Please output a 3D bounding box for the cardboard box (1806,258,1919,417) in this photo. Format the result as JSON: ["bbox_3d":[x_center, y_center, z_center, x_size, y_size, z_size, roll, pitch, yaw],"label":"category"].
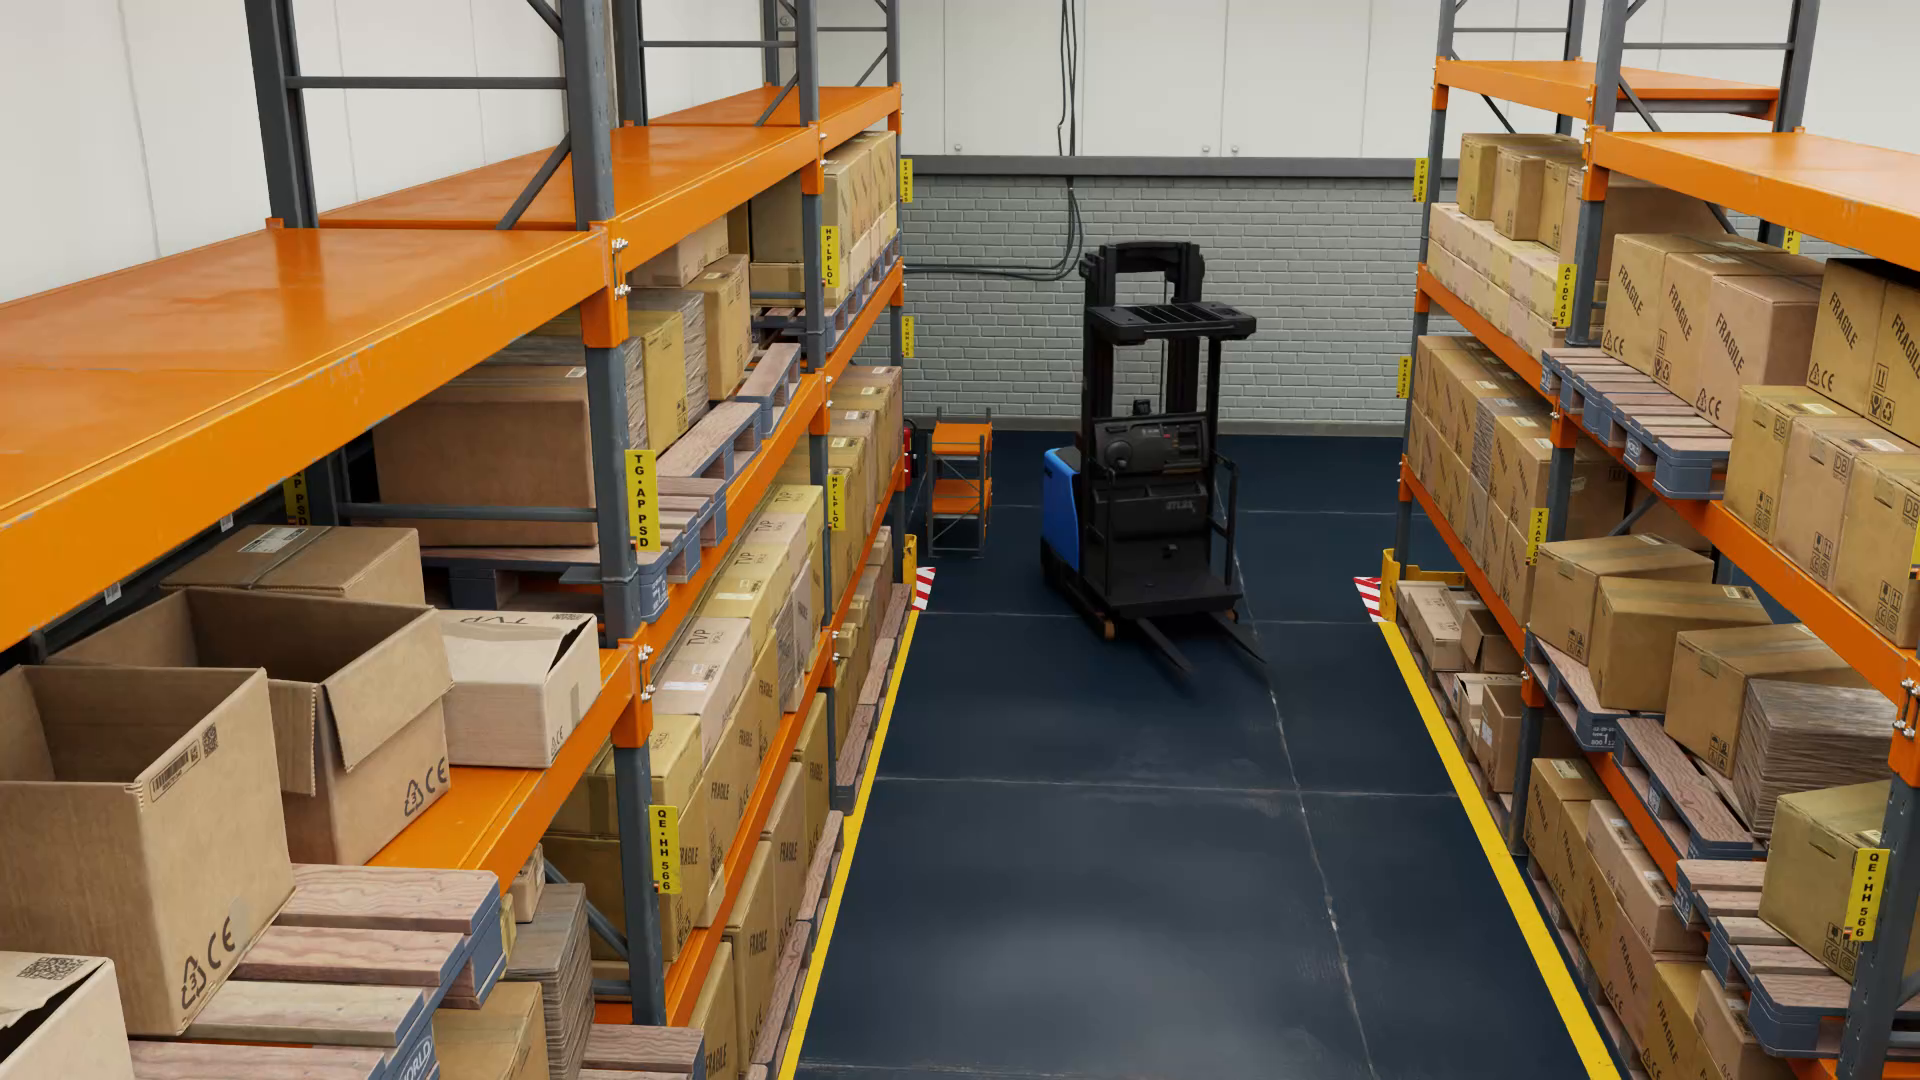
[{"bbox_3d":[3.525,-0.753,6.148,0.500,0.500,0.500,1,18,4],"label":"cardboard box"}]

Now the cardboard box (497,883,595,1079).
[{"bbox_3d":[-1.551,1.427,5.210,0.700,0.500,0.500,-1,18,-3],"label":"cardboard box"}]

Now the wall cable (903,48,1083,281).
[{"bbox_3d":[-0.192,-4.071,18.209,3.097,2.526,0.112,1,18,4],"label":"wall cable"}]

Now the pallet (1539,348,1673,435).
[{"bbox_3d":[3.584,-0.731,8.147,1.213,0.211,1.003,1,18,4],"label":"pallet"}]

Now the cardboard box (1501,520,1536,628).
[{"bbox_3d":[3.481,0.196,9.674,0.500,0.500,0.500,2,18,5],"label":"cardboard box"}]

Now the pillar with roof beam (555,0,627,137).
[{"bbox_3d":[2.241,-2.696,9.027,9.100,9.000,0.400,1,18,4],"label":"pillar with roof beam"}]

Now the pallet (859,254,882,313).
[{"bbox_3d":[-1.081,-1.720,11.007,1.003,0.211,1.213,1,18,4],"label":"pallet"}]

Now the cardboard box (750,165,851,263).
[{"bbox_3d":[-0.910,-1.878,9.547,0.500,0.500,0.500,1,18,3],"label":"cardboard box"}]

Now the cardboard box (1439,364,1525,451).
[{"bbox_3d":[3.622,-0.911,11.445,0.500,0.500,0.500,2,18,5],"label":"cardboard box"}]

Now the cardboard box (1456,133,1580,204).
[{"bbox_3d":[3.967,-2.626,11.863,0.700,0.500,0.500,1,18,4],"label":"cardboard box"}]

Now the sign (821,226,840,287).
[{"bbox_3d":[-0.698,-1.516,8.908,0.100,0.325,0.005,1,18,4],"label":"sign"}]

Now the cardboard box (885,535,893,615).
[{"bbox_3d":[-0.904,0.261,12.977,0.700,0.500,0.500,1,18,4],"label":"cardboard box"}]

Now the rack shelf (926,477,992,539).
[{"bbox_3d":[0.000,-0.304,15.157,0.538,0.278,1.000,1,18,4],"label":"rack shelf"}]

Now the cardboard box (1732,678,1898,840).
[{"bbox_3d":[3.603,0.922,6.784,0.700,0.500,0.500,5,19,14],"label":"cardboard box"}]

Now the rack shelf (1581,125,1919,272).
[{"bbox_3d":[3.557,-1.293,6.542,1.077,0.370,4.000,1,18,4],"label":"rack shelf"}]

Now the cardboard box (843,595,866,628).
[{"bbox_3d":[-0.841,0.481,11.263,0.380,0.149,0.250,1,18,2],"label":"cardboard box"}]

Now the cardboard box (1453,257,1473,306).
[{"bbox_3d":[3.614,-1.728,11.129,0.500,0.250,0.500,1,18,4],"label":"cardboard box"}]

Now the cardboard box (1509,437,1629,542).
[{"bbox_3d":[3.479,-0.281,9.524,0.500,0.500,0.500,1,18,4],"label":"cardboard box"}]

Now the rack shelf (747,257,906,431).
[{"bbox_3d":[-1.097,-1.410,11.072,1.077,0.370,4.000,1,18,4],"label":"rack shelf"}]

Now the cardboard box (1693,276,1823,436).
[{"bbox_3d":[3.498,-0.746,6.897,0.600,0.600,0.600,1,18,2],"label":"cardboard box"}]

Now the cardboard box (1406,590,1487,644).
[{"bbox_3d":[3.630,0.578,12.379,0.500,0.250,0.500,1,18,4],"label":"cardboard box"}]

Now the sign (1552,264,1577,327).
[{"bbox_3d":[3.159,-1.276,8.680,0.100,0.325,0.005,1,18,4],"label":"sign"}]

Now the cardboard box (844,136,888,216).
[{"bbox_3d":[-0.781,-2.516,11.496,0.500,0.500,0.500,2,18,6],"label":"cardboard box"}]

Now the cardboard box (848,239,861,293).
[{"bbox_3d":[-0.877,-1.673,10.126,0.500,0.250,0.500,1,18,3],"label":"cardboard box"}]

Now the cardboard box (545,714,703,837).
[{"bbox_3d":[-1.235,0.839,5.999,0.500,0.250,0.500,2,18,5],"label":"cardboard box"}]

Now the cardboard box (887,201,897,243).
[{"bbox_3d":[-0.741,-2.315,12.086,0.500,0.250,0.500,2,18,6],"label":"cardboard box"}]

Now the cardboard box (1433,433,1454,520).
[{"bbox_3d":[3.622,-0.437,11.606,0.500,0.500,0.500,1,18,4],"label":"cardboard box"}]

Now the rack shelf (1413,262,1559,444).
[{"bbox_3d":[3.844,-1.300,10.739,1.077,0.370,4.000,1,18,4],"label":"rack shelf"}]

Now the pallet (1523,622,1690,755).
[{"bbox_3d":[3.535,0.742,8.478,1.003,0.211,1.213,1,18,4],"label":"pallet"}]

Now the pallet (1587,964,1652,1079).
[{"bbox_3d":[3.595,2.363,7.699,1.003,0.211,1.213,1,18,4],"label":"pallet"}]

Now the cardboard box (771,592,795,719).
[{"bbox_3d":[-1.093,0.560,8.052,0.500,0.500,0.500,1,18,4],"label":"cardboard box"}]

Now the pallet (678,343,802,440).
[{"bbox_3d":[-1.257,-0.753,8.222,0.805,0.209,1.217,1,18,2],"label":"pallet"}]

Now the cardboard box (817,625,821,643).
[{"bbox_3d":[-0.982,0.516,9.228,0.380,0.149,0.250,1,18,4],"label":"cardboard box"}]

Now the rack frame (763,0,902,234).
[{"bbox_3d":[-0.954,-3.798,12.389,1.000,3.000,0.127,1,18,4],"label":"rack frame"}]

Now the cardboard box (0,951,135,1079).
[{"bbox_3d":[-1.651,0.838,2.527,0.500,0.311,0.500,2,18,6],"label":"cardboard box"}]

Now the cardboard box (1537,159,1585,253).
[{"bbox_3d":[3.905,-2.003,9.962,0.700,0.500,0.500,1,18,4],"label":"cardboard box"}]

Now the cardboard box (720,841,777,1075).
[{"bbox_3d":[-1.274,1.862,7.528,0.750,0.750,0.750,1,18,4],"label":"cardboard box"}]

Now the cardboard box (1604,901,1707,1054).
[{"bbox_3d":[3.316,2.006,7.618,0.500,0.500,0.500,1,18,2],"label":"cardboard box"}]

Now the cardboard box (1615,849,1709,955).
[{"bbox_3d":[3.316,1.638,7.537,0.500,0.250,0.500,1,18,3],"label":"cardboard box"}]

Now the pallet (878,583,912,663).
[{"bbox_3d":[-0.933,0.628,12.994,1.003,0.211,1.213,1,18,4],"label":"pallet"}]

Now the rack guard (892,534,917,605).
[{"bbox_3d":[-0.952,0.233,13.735,1.175,0.500,0.348,1,18,4],"label":"rack guard"}]

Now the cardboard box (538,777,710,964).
[{"bbox_3d":[-1.237,1.194,6.118,0.500,0.500,0.500,2,18,6],"label":"cardboard box"}]

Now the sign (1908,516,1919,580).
[{"bbox_3d":[2.873,-0.037,4.898,0.100,0.325,0.005,1,18,4],"label":"sign"}]

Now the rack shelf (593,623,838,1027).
[{"bbox_3d":[-1.384,1.258,7.748,1.077,0.370,4.000,1,18,4],"label":"rack shelf"}]

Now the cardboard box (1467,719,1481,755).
[{"bbox_3d":[3.426,1.249,10.492,0.380,0.149,0.250,1,18,4],"label":"cardboard box"}]

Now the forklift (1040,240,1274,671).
[{"bbox_3d":[1.554,-0.743,12.812,1.130,2.935,3.031,-4,19,-13],"label":"forklift"}]

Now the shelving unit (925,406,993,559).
[{"bbox_3d":[0.000,-0.537,15.081,0.538,1.125,1.048,1,18,4],"label":"shelving unit"}]

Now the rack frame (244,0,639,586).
[{"bbox_3d":[-1.527,-1.313,4.806,1.000,3.000,0.127,1,18,4],"label":"rack frame"}]

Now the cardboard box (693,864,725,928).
[{"bbox_3d":[-1.142,1.392,6.557,0.380,0.149,0.250,2,18,6],"label":"cardboard box"}]

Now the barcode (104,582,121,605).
[{"bbox_3d":[-2.120,0.120,4.157,0.001,0.075,0.075,1,18,4],"label":"barcode"}]

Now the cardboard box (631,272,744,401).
[{"bbox_3d":[-1.388,-0.942,7.622,0.700,0.500,0.500,1,18,3],"label":"cardboard box"}]

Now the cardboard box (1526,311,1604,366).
[{"bbox_3d":[3.470,-1.106,9.233,0.500,0.250,0.500,1,18,4],"label":"cardboard box"}]

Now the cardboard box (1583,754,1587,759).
[{"bbox_3d":[3.947,1.348,9.931,0.500,0.311,0.500,1,18,4],"label":"cardboard box"}]

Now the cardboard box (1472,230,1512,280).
[{"bbox_3d":[3.579,-1.810,10.577,0.500,0.250,0.500,1,18,4],"label":"cardboard box"}]

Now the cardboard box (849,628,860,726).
[{"bbox_3d":[-1.045,0.898,11.033,0.700,0.500,0.500,1,18,3],"label":"cardboard box"}]

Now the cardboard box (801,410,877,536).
[{"bbox_3d":[-1.085,-0.468,11.380,0.980,0.700,0.700,0,18,1],"label":"cardboard box"}]

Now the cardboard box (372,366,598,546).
[{"bbox_3d":[-1.550,-0.294,5.644,0.700,0.500,0.500,0,18,0],"label":"cardboard box"}]
